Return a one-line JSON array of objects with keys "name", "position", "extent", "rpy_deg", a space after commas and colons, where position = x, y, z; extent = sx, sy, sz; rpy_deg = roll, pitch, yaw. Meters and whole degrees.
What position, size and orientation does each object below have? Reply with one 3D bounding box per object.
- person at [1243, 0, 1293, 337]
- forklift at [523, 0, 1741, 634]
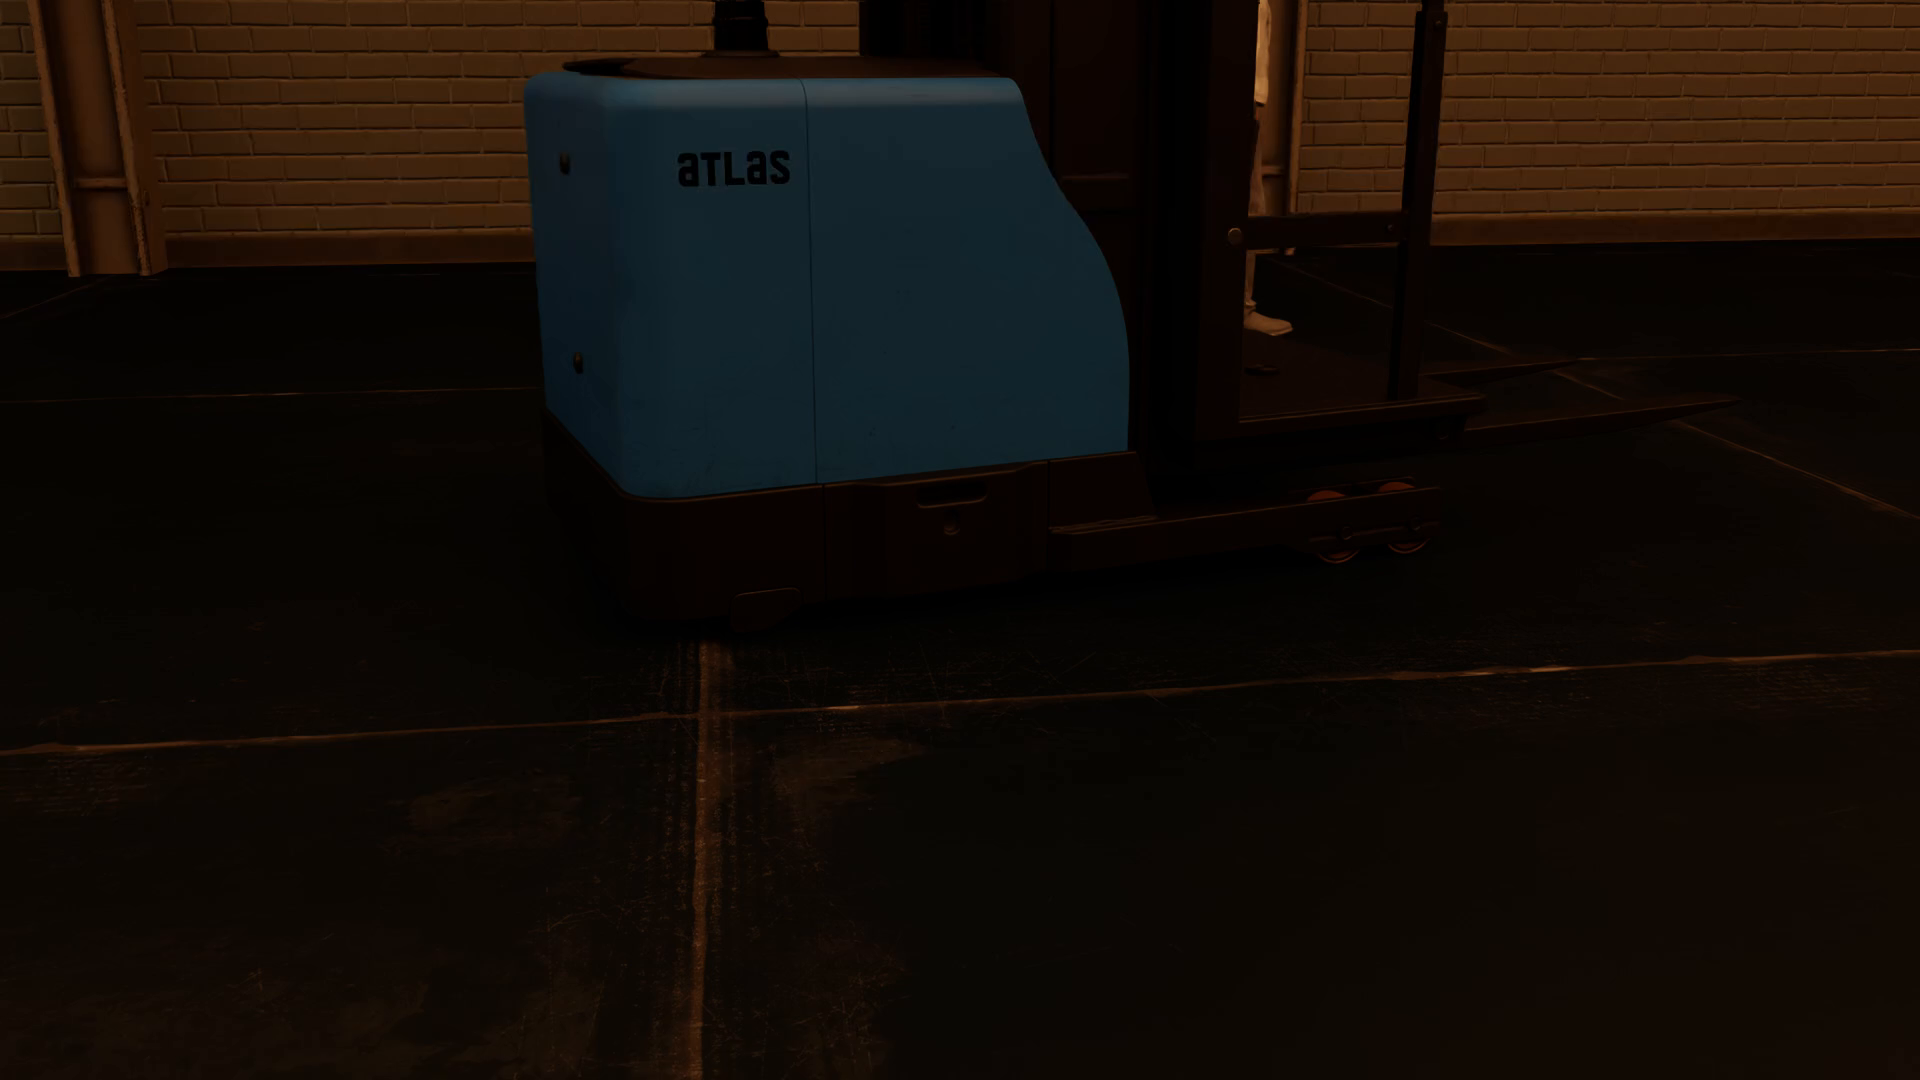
[{"name": "person", "position": [1.119, -1.715, 6.606], "extent": [0.493, 1.762, 0.724], "rpy_deg": [3, 17, 10]}, {"name": "forklift", "position": [0.567, -1.480, 3.799], "extent": [3.031, 2.935, 1.130], "rpy_deg": [-7, 18, -22]}]
